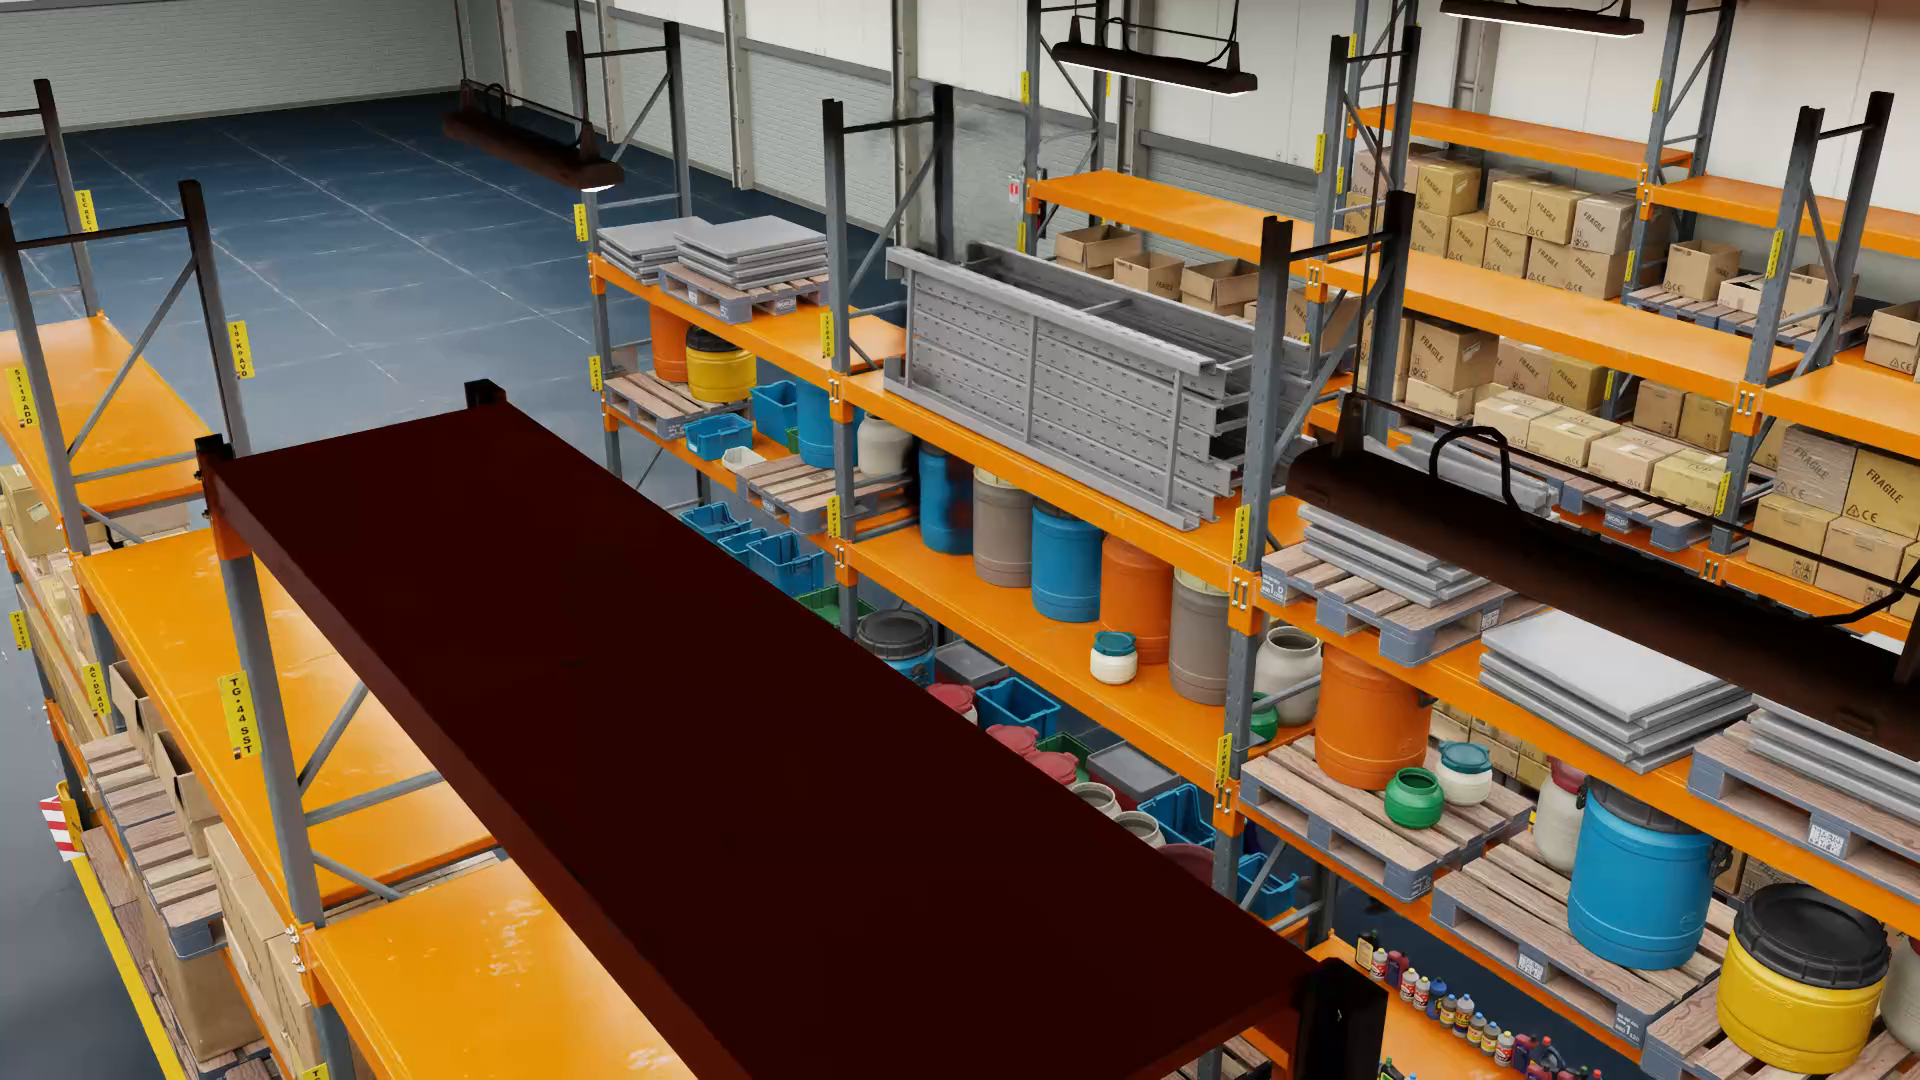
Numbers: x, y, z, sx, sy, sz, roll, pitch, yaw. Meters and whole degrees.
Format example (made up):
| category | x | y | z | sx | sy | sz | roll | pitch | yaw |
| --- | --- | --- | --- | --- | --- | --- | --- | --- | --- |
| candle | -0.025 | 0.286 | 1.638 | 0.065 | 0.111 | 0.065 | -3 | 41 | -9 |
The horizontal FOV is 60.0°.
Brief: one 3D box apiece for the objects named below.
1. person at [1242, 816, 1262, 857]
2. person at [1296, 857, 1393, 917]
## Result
| category | x | y | z | sx | sy | sz | roll | pitch | yaw |
| --- | --- | --- | --- | --- | --- | --- | --- | --- | --- |
| person | 2.114 | 1.741 | 12.684 | 0.591 | 1.702 | 0.705 | -15 | 29 | -29 |
| person | 2.842 | 1.965 | 12.024 | 0.724 | 1.757 | 0.883 | -16 | 29 | -31 |
